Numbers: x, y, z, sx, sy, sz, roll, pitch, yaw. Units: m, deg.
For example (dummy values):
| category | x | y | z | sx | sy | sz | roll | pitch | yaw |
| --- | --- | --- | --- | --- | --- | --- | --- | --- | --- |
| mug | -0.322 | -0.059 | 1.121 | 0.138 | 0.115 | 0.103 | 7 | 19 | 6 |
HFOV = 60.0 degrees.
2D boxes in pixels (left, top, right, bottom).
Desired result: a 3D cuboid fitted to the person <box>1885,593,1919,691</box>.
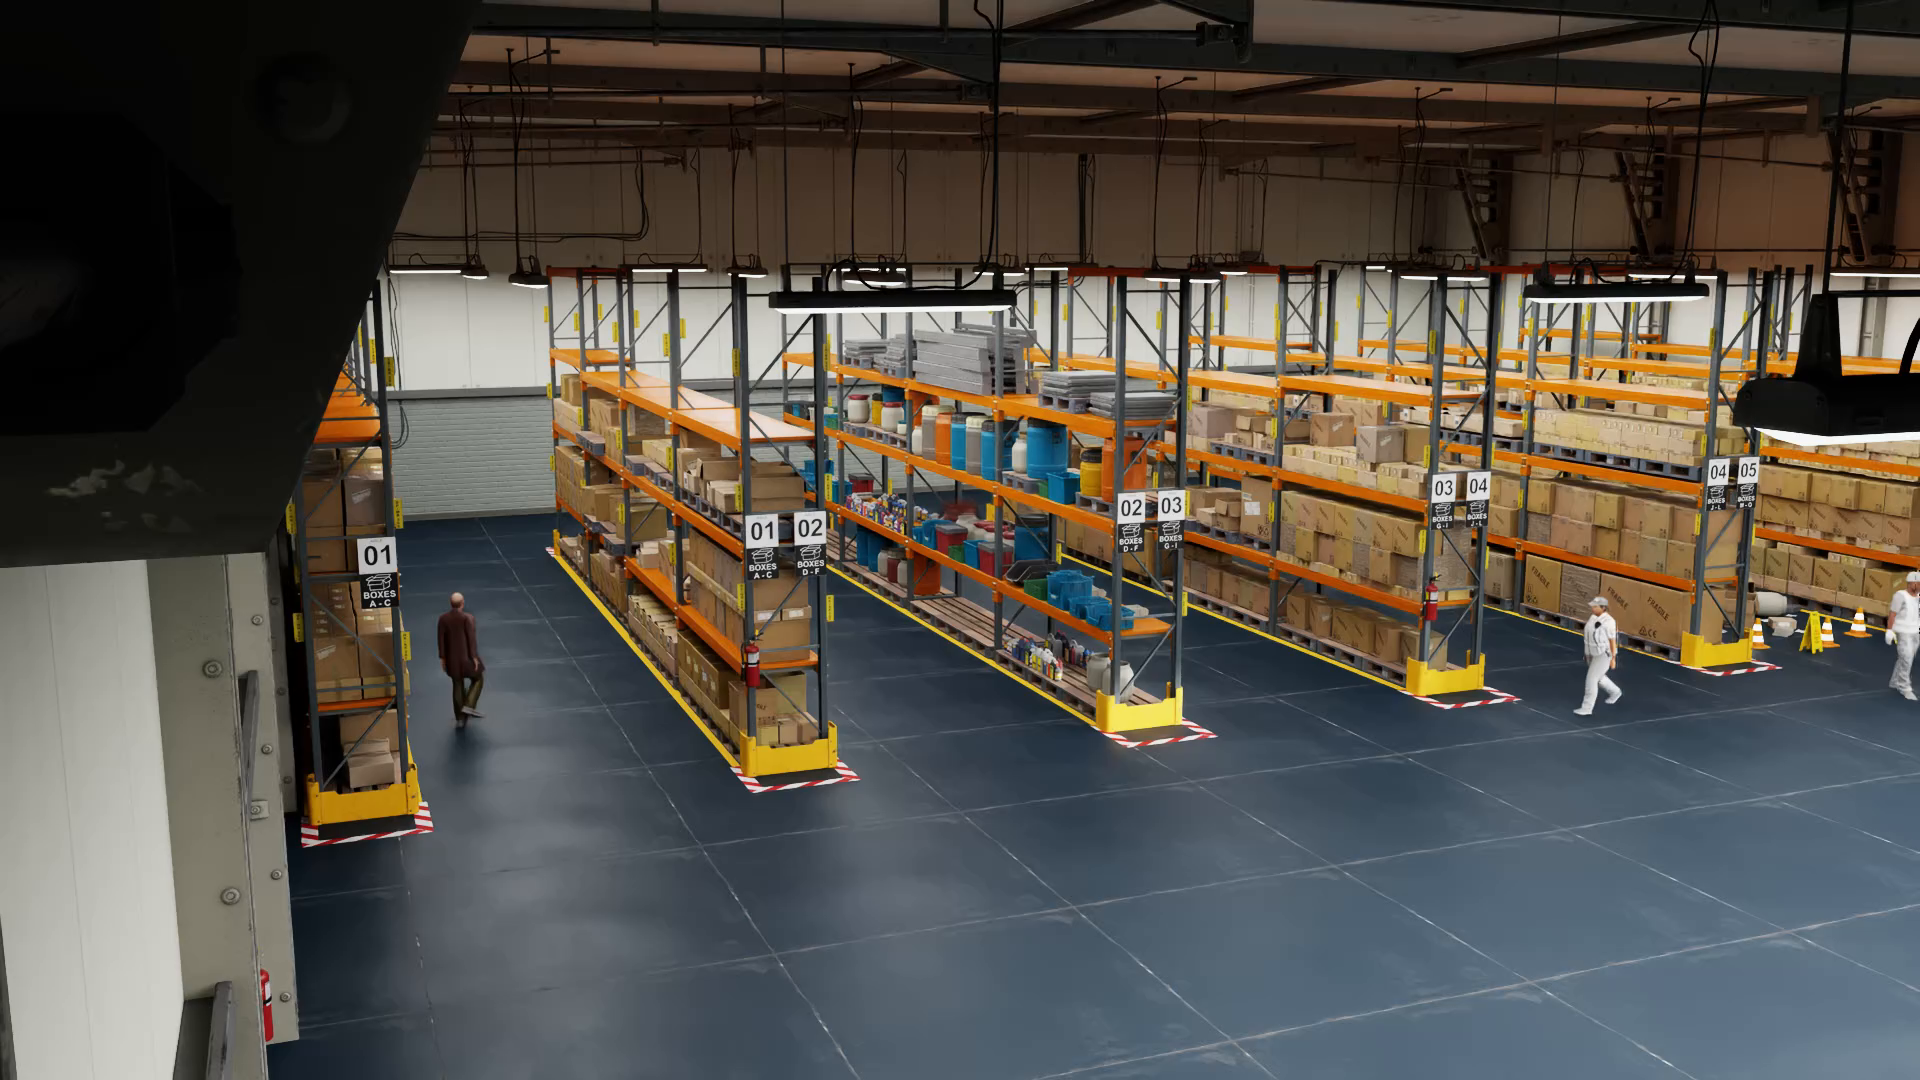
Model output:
| category | x | y | z | sx | sy | sz | roll | pitch | yaw |
| --- | --- | --- | --- | --- | --- | --- | --- | --- | --- |
| person | 13.601 | 1.434 | 23.885 | 0.621 | 1.420 | 0.504 | -3 | 10 | -18 |

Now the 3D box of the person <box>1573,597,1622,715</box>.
| category | x | y | z | sx | sy | sz | roll | pitch | yaw |
| --- | --- | --- | --- | --- | --- | --- | --- | --- | --- |
| person | 8.852 | 1.571 | 22.908 | 0.962 | 1.619 | 0.463 | -4 | 11 | -20 |

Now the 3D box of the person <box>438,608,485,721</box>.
| category | x | y | z | sx | sy | sz | roll | pitch | yaw |
| --- | --- | --- | --- | --- | --- | --- | --- | --- | --- |
| person | -6.725 | 1.677 | 22.362 | 0.583 | 1.457 | 0.513 | 0 | 10 | 0 |
